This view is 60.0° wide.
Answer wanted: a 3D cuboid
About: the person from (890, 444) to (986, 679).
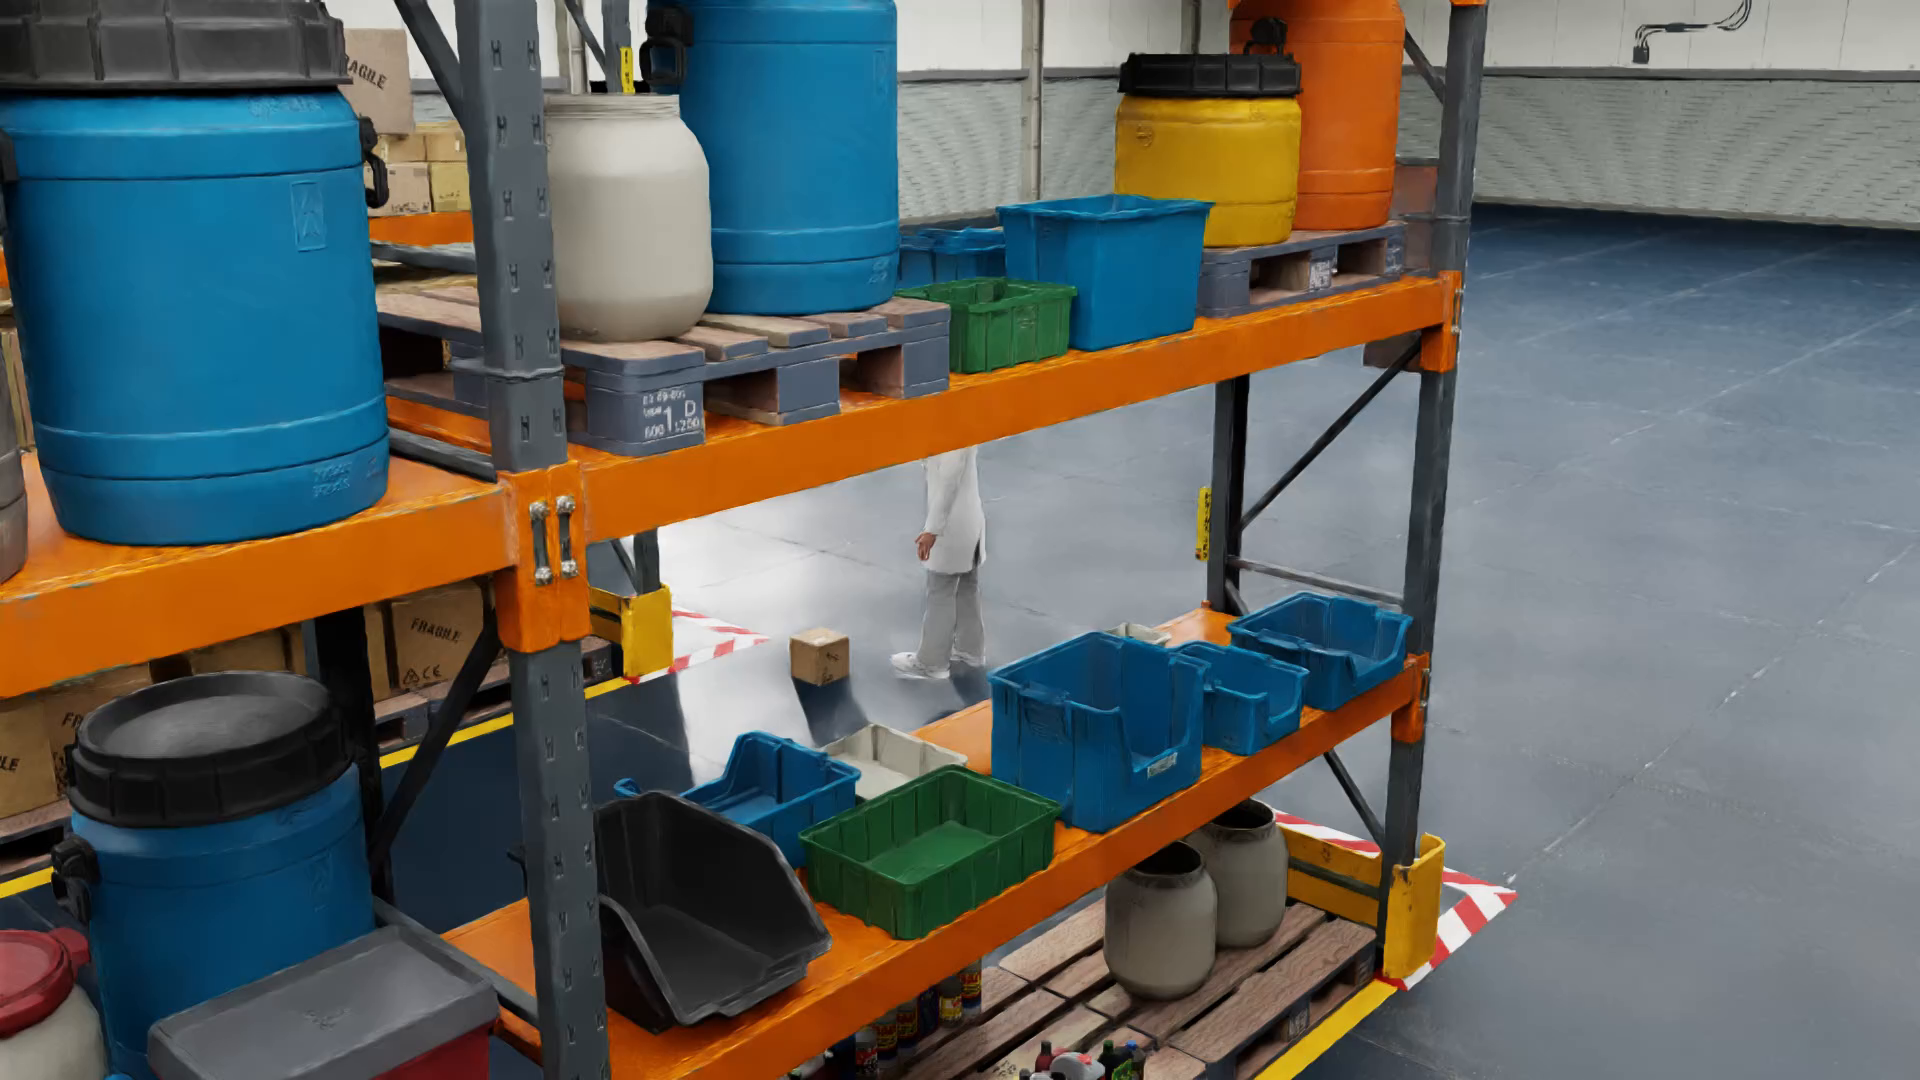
[{"bbox_3d":[-0.124,-0.083,9.758,0.546,1.785,0.644,3,17,10],"label":"person"}]
